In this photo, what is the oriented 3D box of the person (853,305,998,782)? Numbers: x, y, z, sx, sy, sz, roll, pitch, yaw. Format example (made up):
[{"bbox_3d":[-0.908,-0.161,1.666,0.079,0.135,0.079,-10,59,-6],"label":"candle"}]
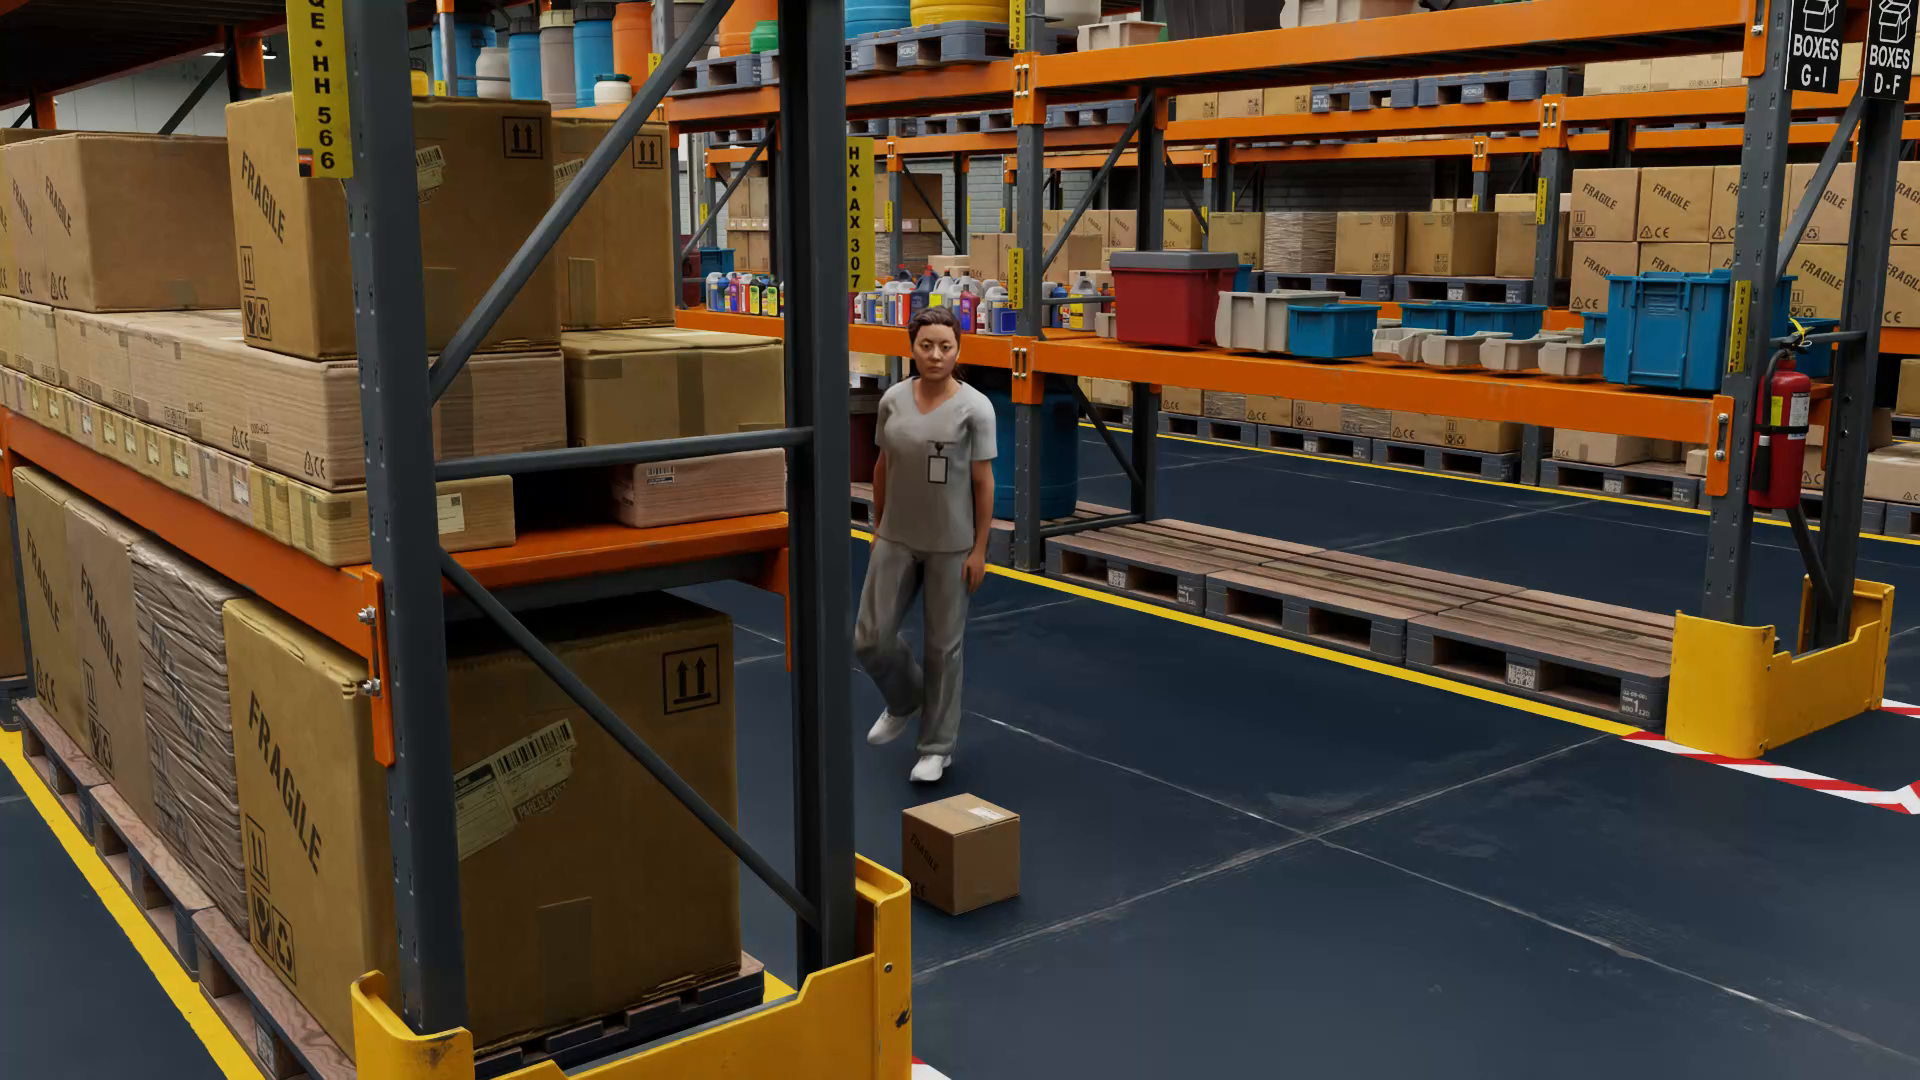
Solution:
[{"bbox_3d":[-0.104,0.016,5.788,0.510,1.664,0.480,3,11,17],"label":"person"}]
